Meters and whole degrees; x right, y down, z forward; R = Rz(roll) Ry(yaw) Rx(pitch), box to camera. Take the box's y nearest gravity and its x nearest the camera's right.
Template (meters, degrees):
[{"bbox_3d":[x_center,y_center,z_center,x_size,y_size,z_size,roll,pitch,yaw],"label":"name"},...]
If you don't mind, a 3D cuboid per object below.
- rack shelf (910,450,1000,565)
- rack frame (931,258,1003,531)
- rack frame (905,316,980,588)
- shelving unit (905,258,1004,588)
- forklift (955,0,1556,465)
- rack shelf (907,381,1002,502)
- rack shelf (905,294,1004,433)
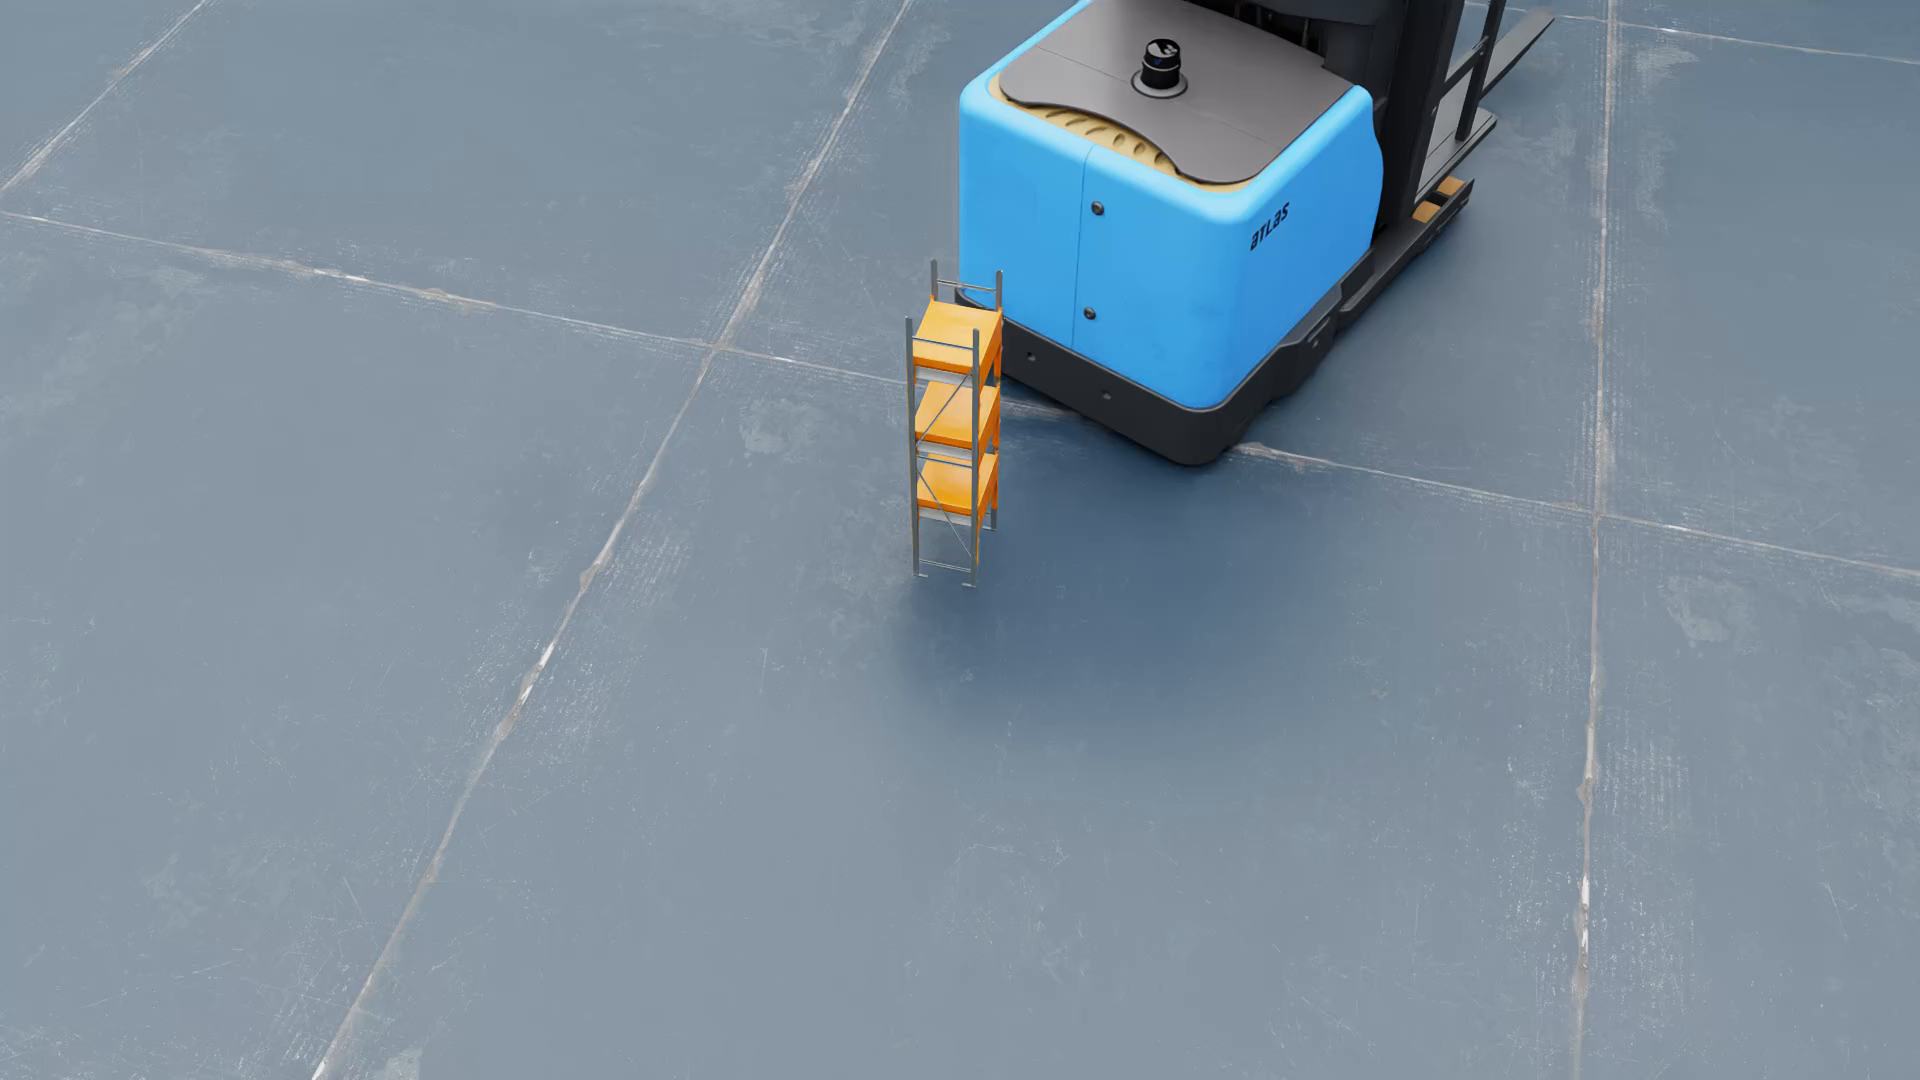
[{"bbox_3d":[-0.014,-0.118,5.039,0.215,0.259,0.240,12,50,10],"label":"rack shelf"},{"bbox_3d":[0.018,-0.397,4.900,0.200,1.050,0.008,12,50,10],"label":"rack frame"},{"bbox_3d":[-0.046,-0.220,4.744,0.200,1.050,0.008,12,50,10],"label":"rack frame"},{"bbox_3d":[-0.014,-0.309,4.822,0.215,1.050,0.252,12,50,10],"label":"shelving unit"},{"bbox_3d":[1.280,-2.270,5.299,1.130,2.935,3.031,30,55,24],"label":"forklift"},{"bbox_3d":[-0.014,-0.302,4.830,0.215,0.259,0.240,12,50,10],"label":"rack shelf"},{"bbox_3d":[-0.014,-0.489,4.617,0.215,0.259,0.240,12,50,10],"label":"rack shelf"}]
